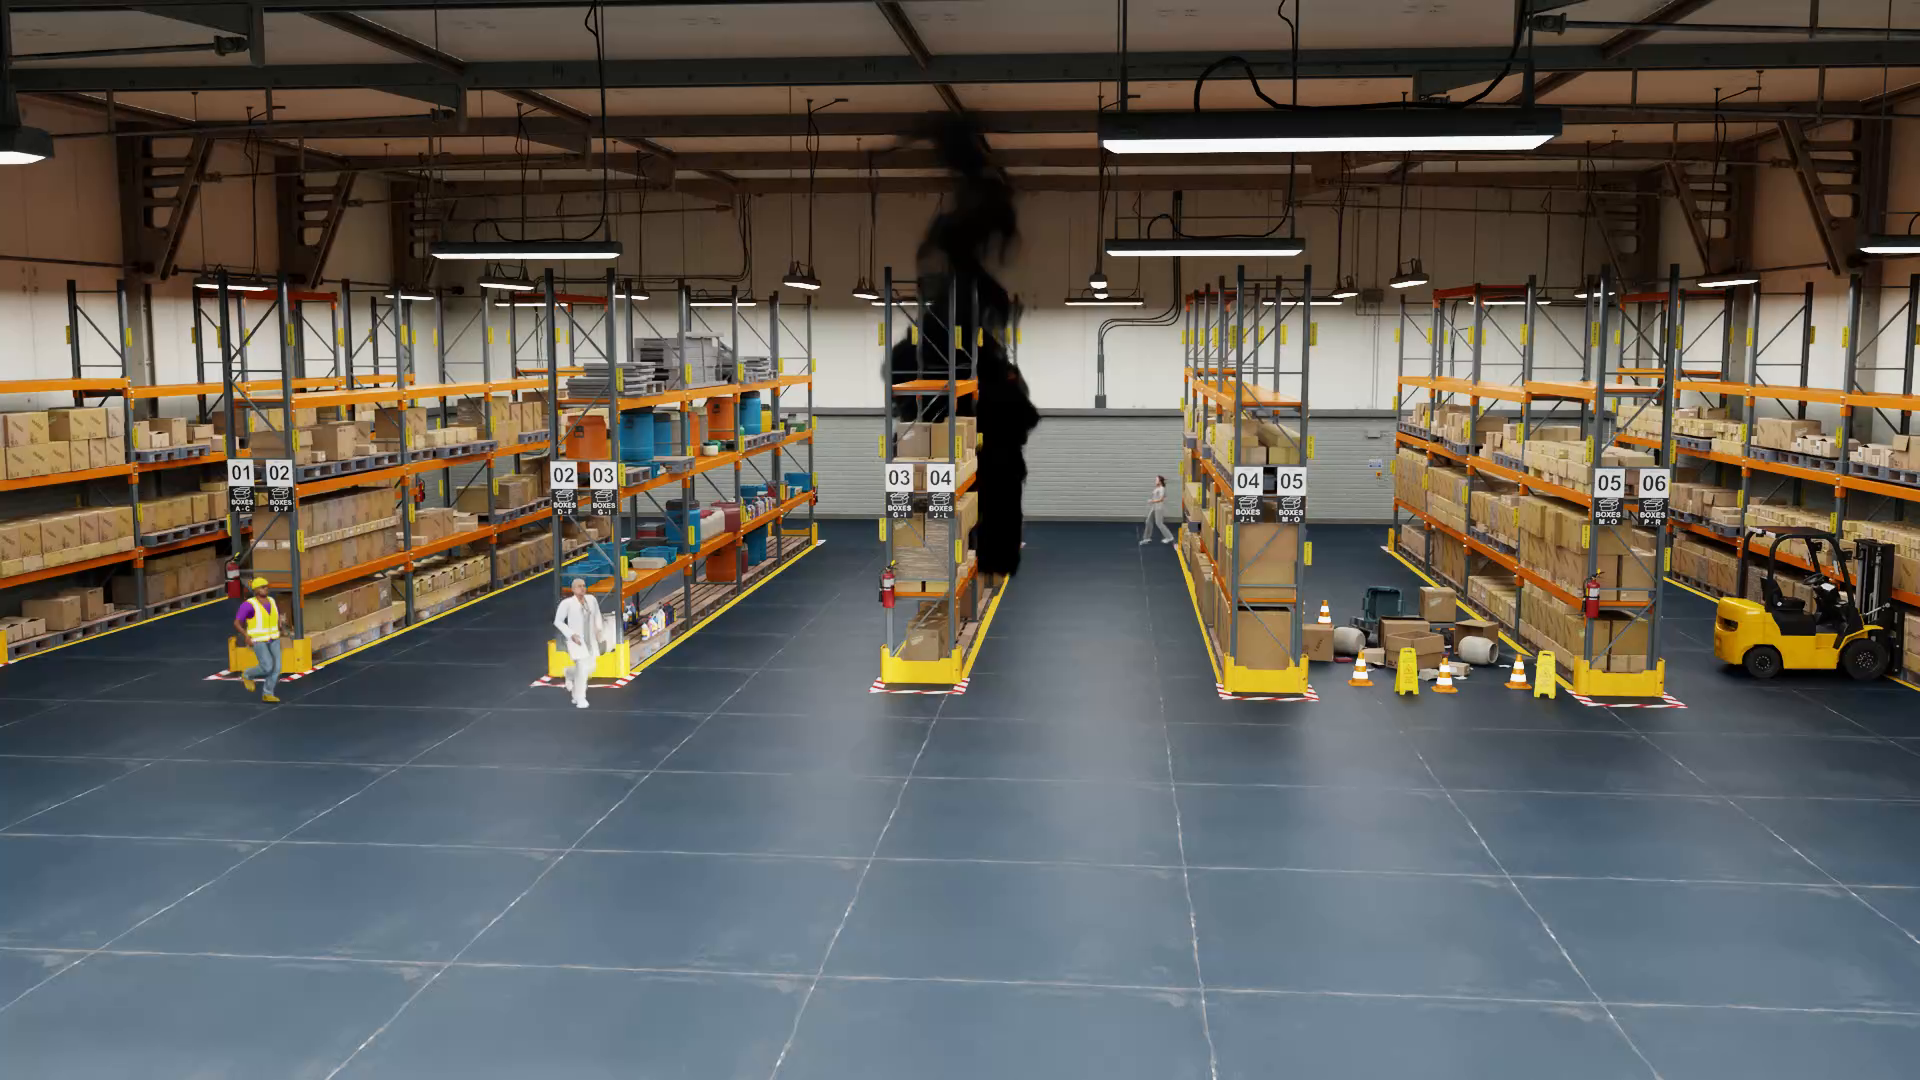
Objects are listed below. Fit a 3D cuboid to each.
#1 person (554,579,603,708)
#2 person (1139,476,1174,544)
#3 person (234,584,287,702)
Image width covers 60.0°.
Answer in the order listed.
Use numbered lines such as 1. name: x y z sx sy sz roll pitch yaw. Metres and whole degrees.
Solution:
1. person: -5.235 1.428 22.797 0.729 1.676 0.712 -7 10 -44
2. person: 4.783 -0.717 40.333 0.821 1.696 0.579 -1 7 -7
3. person: -9.640 1.390 22.965 0.592 1.686 0.713 4 8 30
